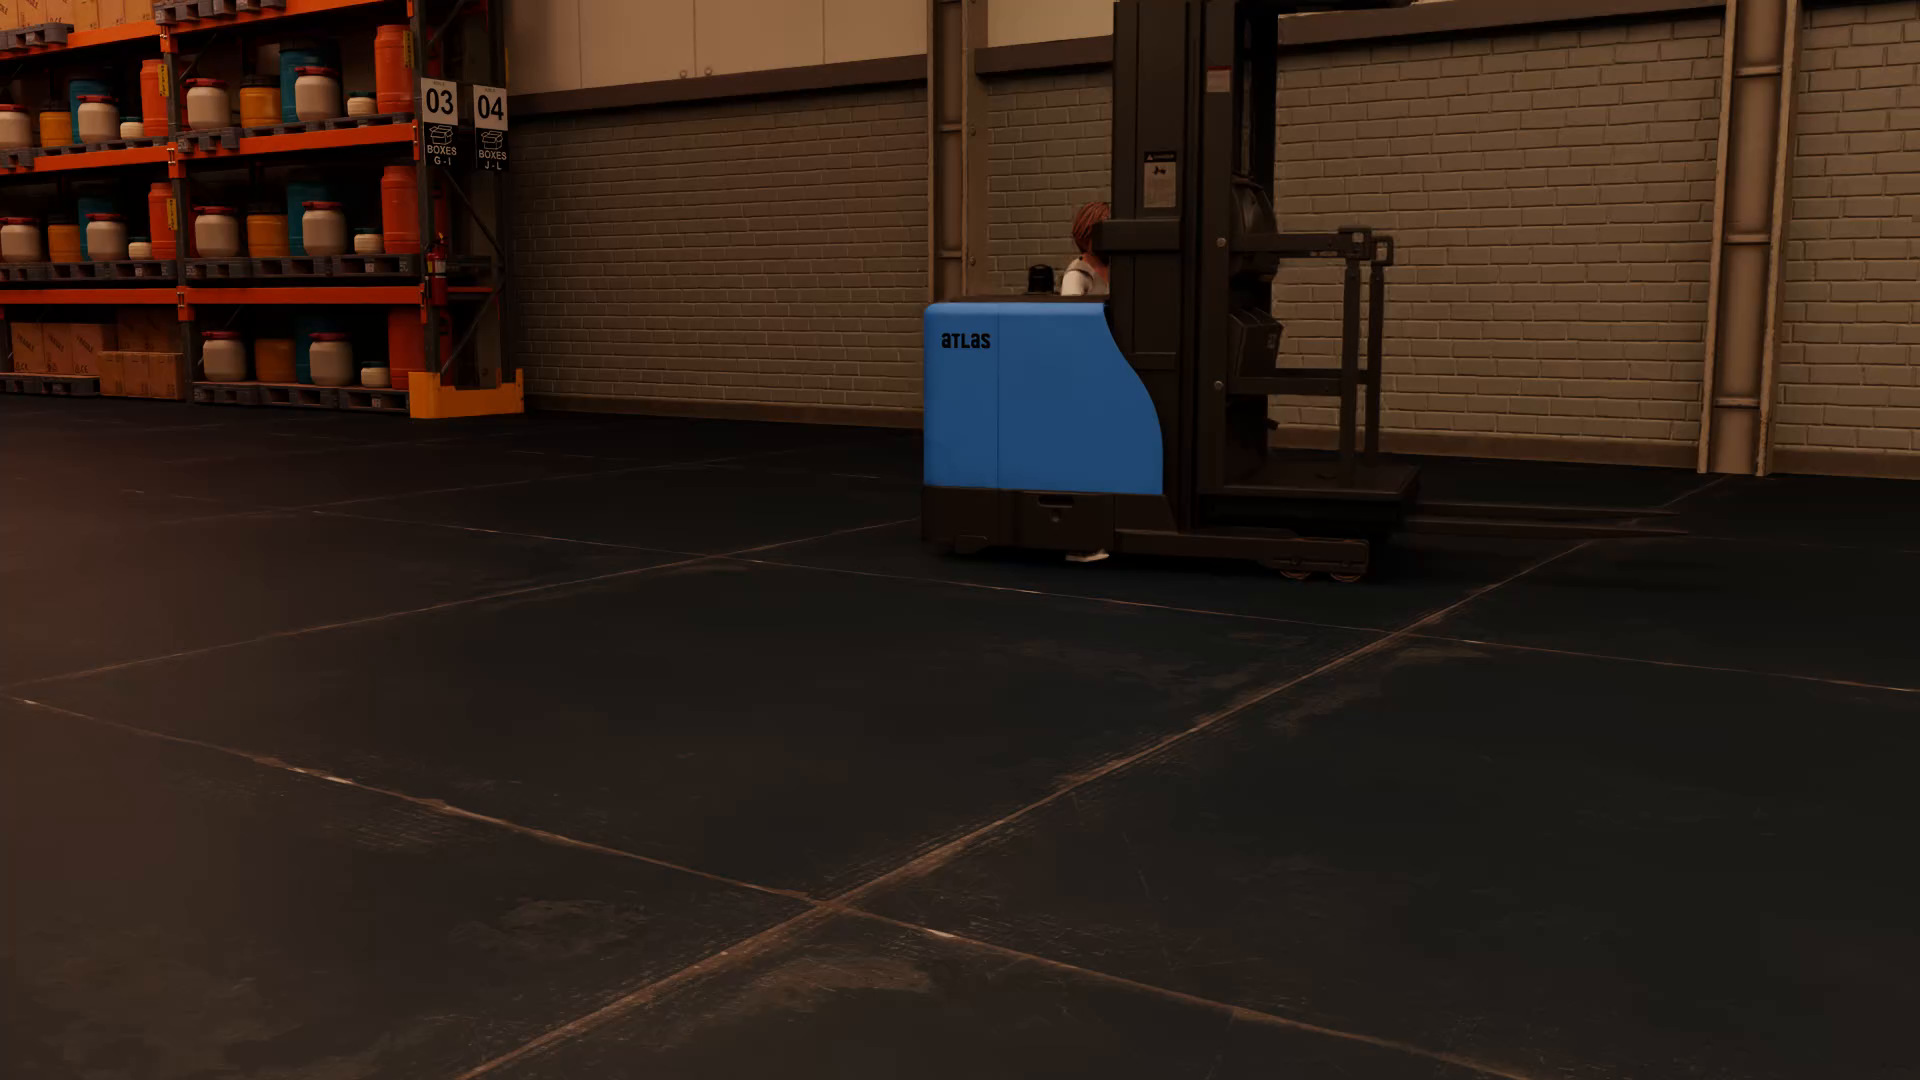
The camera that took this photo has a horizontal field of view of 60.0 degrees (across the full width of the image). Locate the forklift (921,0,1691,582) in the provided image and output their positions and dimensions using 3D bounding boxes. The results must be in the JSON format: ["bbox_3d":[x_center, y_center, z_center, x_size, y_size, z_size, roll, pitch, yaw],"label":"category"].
[{"bbox_3d":[1.406,-1.371,6.831,3.031,2.935,1.130,3,9,19],"label":"forklift"}]

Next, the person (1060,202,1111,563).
[{"bbox_3d":[0.672,-0.682,7.053,0.666,1.495,0.635,-5,9,-30],"label":"person"}]
